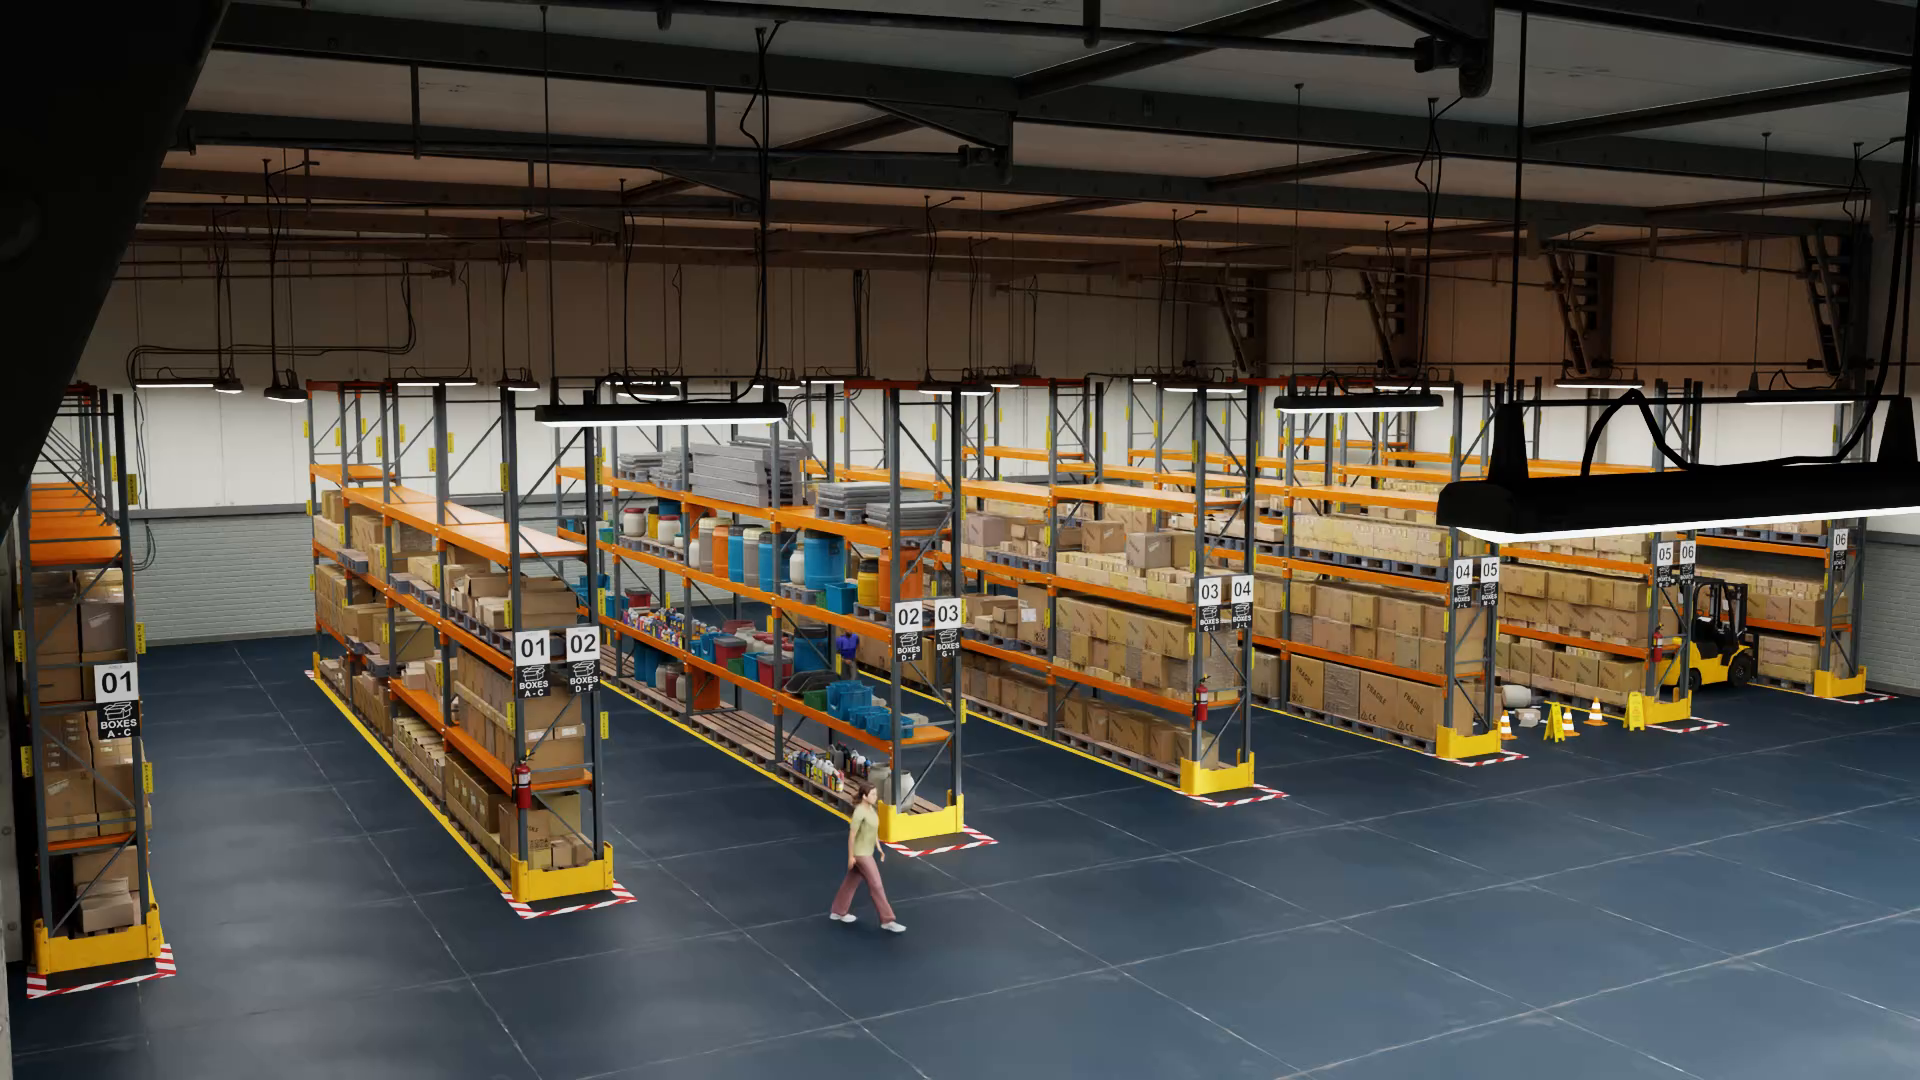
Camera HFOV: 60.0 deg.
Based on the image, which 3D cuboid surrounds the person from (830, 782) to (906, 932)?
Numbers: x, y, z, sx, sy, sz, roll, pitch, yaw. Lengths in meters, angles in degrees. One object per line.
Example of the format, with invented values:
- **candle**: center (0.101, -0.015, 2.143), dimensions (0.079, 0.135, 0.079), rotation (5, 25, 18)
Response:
- **person**: center (-1.027, 3.515, 18.643), dimensions (0.929, 1.625, 0.490), rotation (1, 6, 8)

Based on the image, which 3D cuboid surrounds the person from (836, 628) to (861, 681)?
- **person**: center (-2.100, 2.282, 30.788), dimensions (0.543, 1.572, 0.745), rotation (-2, 6, -17)
